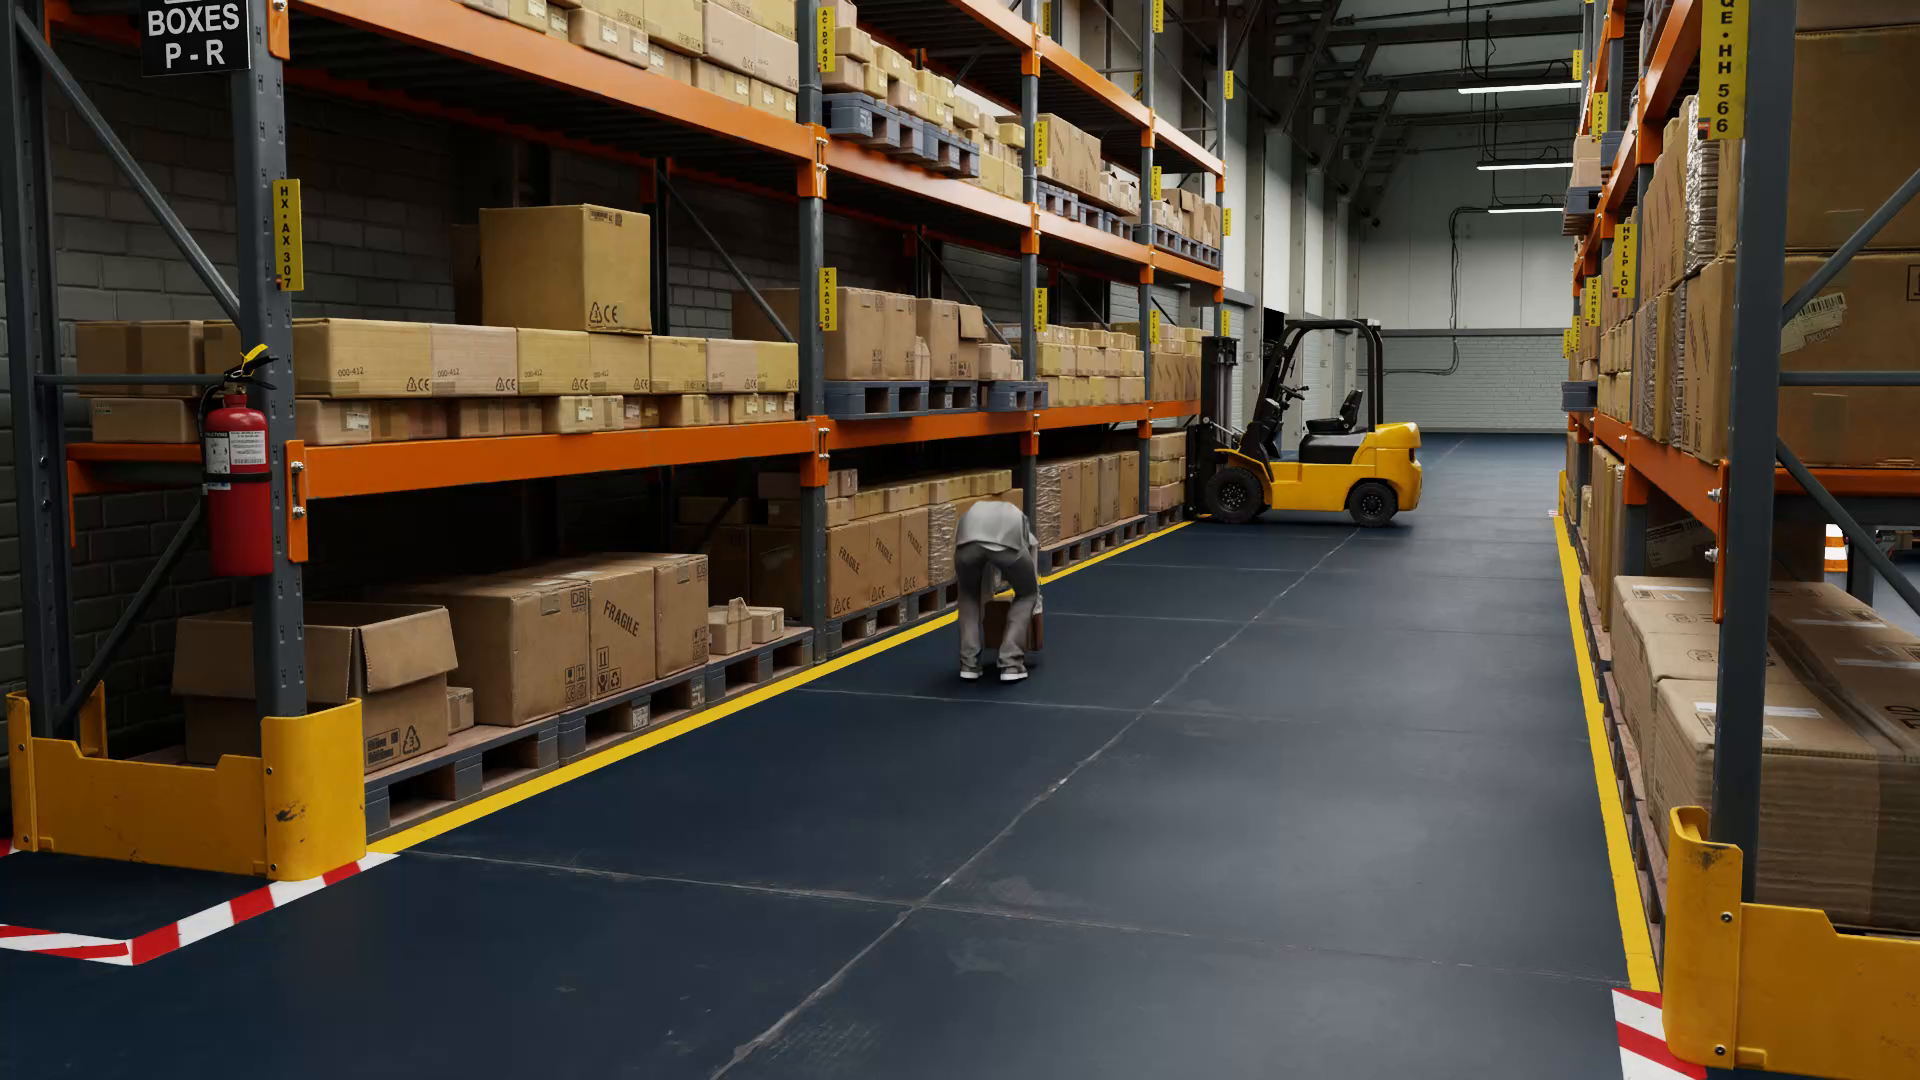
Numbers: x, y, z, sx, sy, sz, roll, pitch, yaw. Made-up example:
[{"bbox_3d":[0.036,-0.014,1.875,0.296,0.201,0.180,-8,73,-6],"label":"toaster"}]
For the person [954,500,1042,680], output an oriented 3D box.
[{"bbox_3d":[0.203,0.240,8.554,0.418,0.911,0.858,1,6,13],"label":"person"}]
